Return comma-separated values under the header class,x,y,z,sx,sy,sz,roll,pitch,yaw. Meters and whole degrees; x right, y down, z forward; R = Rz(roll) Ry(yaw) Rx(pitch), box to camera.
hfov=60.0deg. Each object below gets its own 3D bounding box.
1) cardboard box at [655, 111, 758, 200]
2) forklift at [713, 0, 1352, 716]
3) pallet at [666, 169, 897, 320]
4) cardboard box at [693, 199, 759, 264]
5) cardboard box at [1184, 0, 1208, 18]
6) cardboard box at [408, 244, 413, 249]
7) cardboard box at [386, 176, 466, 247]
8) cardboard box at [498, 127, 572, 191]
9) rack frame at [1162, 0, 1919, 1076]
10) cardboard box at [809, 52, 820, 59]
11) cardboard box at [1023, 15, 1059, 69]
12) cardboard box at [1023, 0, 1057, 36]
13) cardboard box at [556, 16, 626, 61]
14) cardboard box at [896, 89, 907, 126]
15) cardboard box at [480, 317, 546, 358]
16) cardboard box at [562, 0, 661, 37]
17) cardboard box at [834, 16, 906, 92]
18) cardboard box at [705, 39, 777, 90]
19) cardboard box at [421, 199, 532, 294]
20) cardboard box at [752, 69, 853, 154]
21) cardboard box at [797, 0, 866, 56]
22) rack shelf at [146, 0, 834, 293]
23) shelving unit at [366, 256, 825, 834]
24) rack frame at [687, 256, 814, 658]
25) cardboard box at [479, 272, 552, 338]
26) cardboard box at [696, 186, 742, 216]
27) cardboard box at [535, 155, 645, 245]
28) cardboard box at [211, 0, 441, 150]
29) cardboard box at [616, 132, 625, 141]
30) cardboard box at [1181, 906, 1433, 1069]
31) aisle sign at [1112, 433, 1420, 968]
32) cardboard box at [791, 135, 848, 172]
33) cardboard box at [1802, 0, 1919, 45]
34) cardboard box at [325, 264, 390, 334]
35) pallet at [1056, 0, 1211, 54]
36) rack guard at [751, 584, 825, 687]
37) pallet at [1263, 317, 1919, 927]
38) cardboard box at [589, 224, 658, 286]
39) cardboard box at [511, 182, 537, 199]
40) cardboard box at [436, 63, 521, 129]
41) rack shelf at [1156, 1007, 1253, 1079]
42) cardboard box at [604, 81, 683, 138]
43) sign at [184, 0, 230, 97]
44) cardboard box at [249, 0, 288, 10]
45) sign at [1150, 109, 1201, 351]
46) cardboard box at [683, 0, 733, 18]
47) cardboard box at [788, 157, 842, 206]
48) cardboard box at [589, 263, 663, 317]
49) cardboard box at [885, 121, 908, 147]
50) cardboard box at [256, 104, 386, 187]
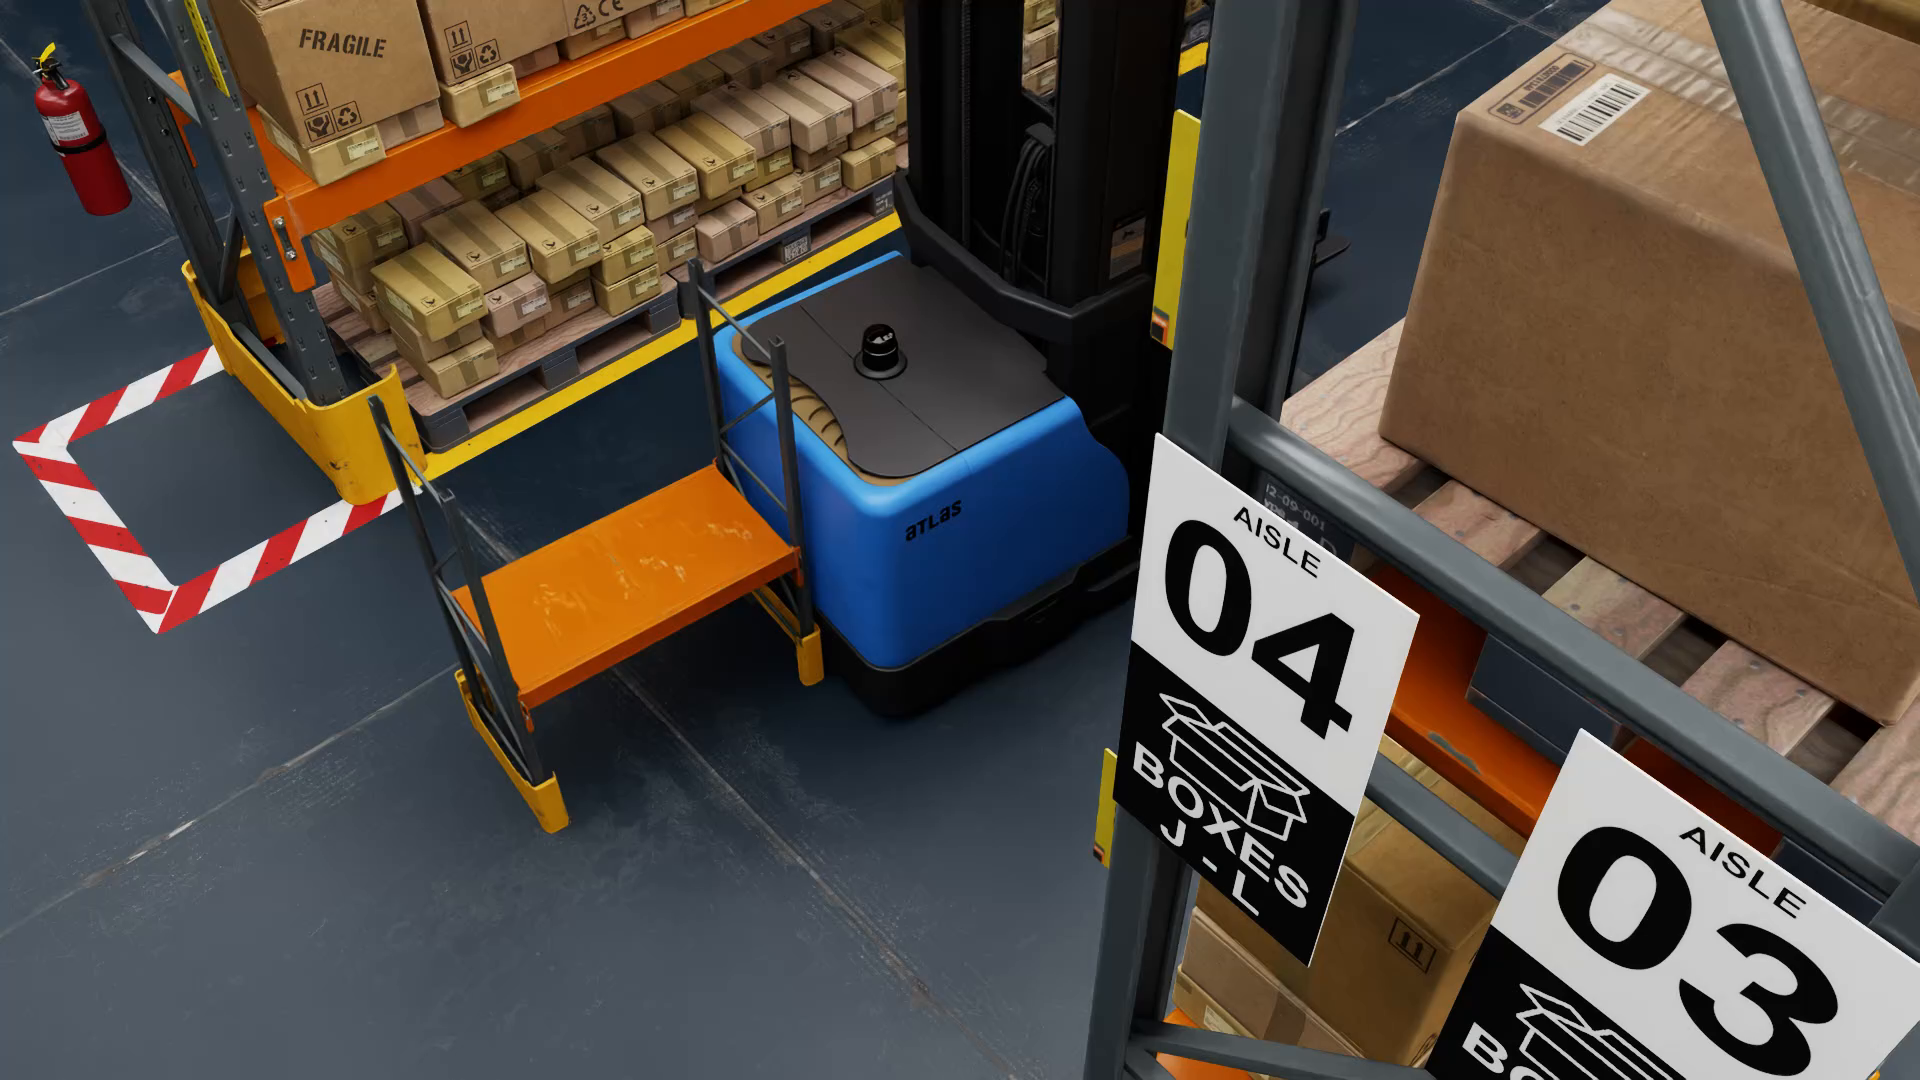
class,x,y,z,sx,sy,sz,roll,pitch,yaw
cardboard box,-1.058,-1.607,6.941,0.250,0.149,0.380,-33,55,-27
forklift,0.640,-1.298,5.453,3.031,2.935,1.130,-29,54,-24
pallet,-1.052,-1.569,7.554,1.213,0.211,1.003,-34,56,-27
cardboard box,-1.084,-1.376,7.132,0.380,0.149,0.250,36,57,29
cardboard box,1.050,-2.988,8.381,0.500,0.500,0.500,-32,55,-26
cardboard box,-2.207,-1.287,6.848,0.250,0.149,0.380,-35,56,-28
cardboard box,-2.189,-1.364,6.717,0.250,0.149,0.380,-33,55,-26
cardboard box,-1.849,-1.655,6.985,0.250,0.149,0.380,-36,57,-28
rack frame,0.627,-0.781,0.848,0.127,3.000,1.000,-34,56,-27
cardboard box,-0.644,-2.297,7.780,0.380,0.149,0.250,36,57,29
cardboard box,0.305,-2.420,7.893,0.250,0.149,0.380,-33,55,-26
cardboard box,0.236,-2.532,7.794,0.250,0.149,0.380,-32,55,-26
cardboard box,-1.463,-1.967,6.194,0.250,0.149,0.380,-34,56,-27
cardboard box,-0.324,-2.066,7.567,0.250,0.149,0.380,-33,55,-27
cardboard box,-1.893,-0.929,6.720,0.250,0.149,0.380,-34,56,-27
cardboard box,-1.367,-2.214,5.982,0.500,0.500,0.500,-33,55,-27
cardboard box,-0.350,-2.171,7.461,0.250,0.149,0.380,-32,55,-26
cardboard box,-1.034,-2.133,7.427,0.250,0.149,0.380,-36,57,-28
cardboard box,-1.896,-1.147,6.517,0.250,0.149,0.380,-33,55,-27
cardboard box,-0.679,-1.847,7.162,0.250,0.149,0.380,-36,57,-28
cardboard box,-0.645,-2.394,7.668,0.250,0.149,0.380,-35,56,-28
rack shelf,-1.155,-2.239,6.764,4.000,0.370,1.077,-34,56,-27
shelving unit,-1.072,0.037,5.196,1.083,1.500,0.587,-29,54,-24
rack frame,-0.658,-0.192,5.407,0.032,1.500,0.500,-29,54,-24
cardboard box,-1.834,-0.995,6.579,0.250,0.149,0.380,-34,56,-27
cardboard box,-1.144,-1.571,7.110,0.250,0.149,0.380,-31,54,-25
cardboard box,-1.495,-1.370,6.722,0.380,0.149,0.250,36,57,29
cardboard box,-2.117,-1.701,5.508,0.500,0.500,0.500,-31,55,-26
cardboard box,-1.477,-1.824,7.344,0.250,0.149,0.380,-31,55,-25
cardboard box,0.807,0.819,3.353,0.500,0.250,0.500,-35,56,-28
aisle sign,0.372,0.244,2.215,0.004,0.787,0.394,-34,56,-27
cardboard box,-0.712,-1.808,7.329,0.380,0.149,0.250,36,57,29
cardboard box,1.473,-0.473,2.183,0.500,0.500,0.700,-36,57,-28
cardboard box,-2.386,-1.043,6.826,0.250,0.149,0.380,-33,55,-27
pallet,0.900,-2.912,8.793,1.213,0.211,1.003,-34,56,-27
rack guard,-0.674,0.240,5.858,0.087,0.250,0.587,-29,54,-24
pallet,1.169,-0.107,2.327,1.213,0.211,1.003,-34,56,-27
cardboard box,-1.450,-1.232,6.797,0.250,0.149,0.380,-32,55,-26
cardboard box,-1.785,-1.522,7.065,0.250,0.149,0.380,-34,56,-28
cardboard box,-1.779,-1.643,5.896,0.250,0.149,0.380,-35,56,-28
rack shelf,2.107,0.508,4.230,4.000,0.370,1.077,-34,56,-27
cardboard box,-1.418,-1.888,7.200,0.250,0.149,0.380,-36,57,-28
sign,-2.270,-1.493,4.997,0.005,0.325,0.100,-34,56,-27
cardboard box,-2.124,-2.046,5.146,0.500,0.500,0.500,-34,56,-27
sign,0.272,-0.340,1.933,0.005,0.325,0.100,-34,56,-27
cardboard box,-1.055,-2.190,6.400,0.250,0.149,0.380,-32,55,-26
cardboard box,-0.740,-1.664,7.399,0.250,0.149,0.380,-33,55,-27
cardboard box,-1.451,-1.122,6.898,0.250,0.149,0.380,-33,55,-27
cardboard box,-0.414,-1.955,7.667,0.250,0.149,0.380,-35,56,-28
cardboard box,-2.175,-1.391,5.663,0.250,0.149,0.380,-34,56,-27
